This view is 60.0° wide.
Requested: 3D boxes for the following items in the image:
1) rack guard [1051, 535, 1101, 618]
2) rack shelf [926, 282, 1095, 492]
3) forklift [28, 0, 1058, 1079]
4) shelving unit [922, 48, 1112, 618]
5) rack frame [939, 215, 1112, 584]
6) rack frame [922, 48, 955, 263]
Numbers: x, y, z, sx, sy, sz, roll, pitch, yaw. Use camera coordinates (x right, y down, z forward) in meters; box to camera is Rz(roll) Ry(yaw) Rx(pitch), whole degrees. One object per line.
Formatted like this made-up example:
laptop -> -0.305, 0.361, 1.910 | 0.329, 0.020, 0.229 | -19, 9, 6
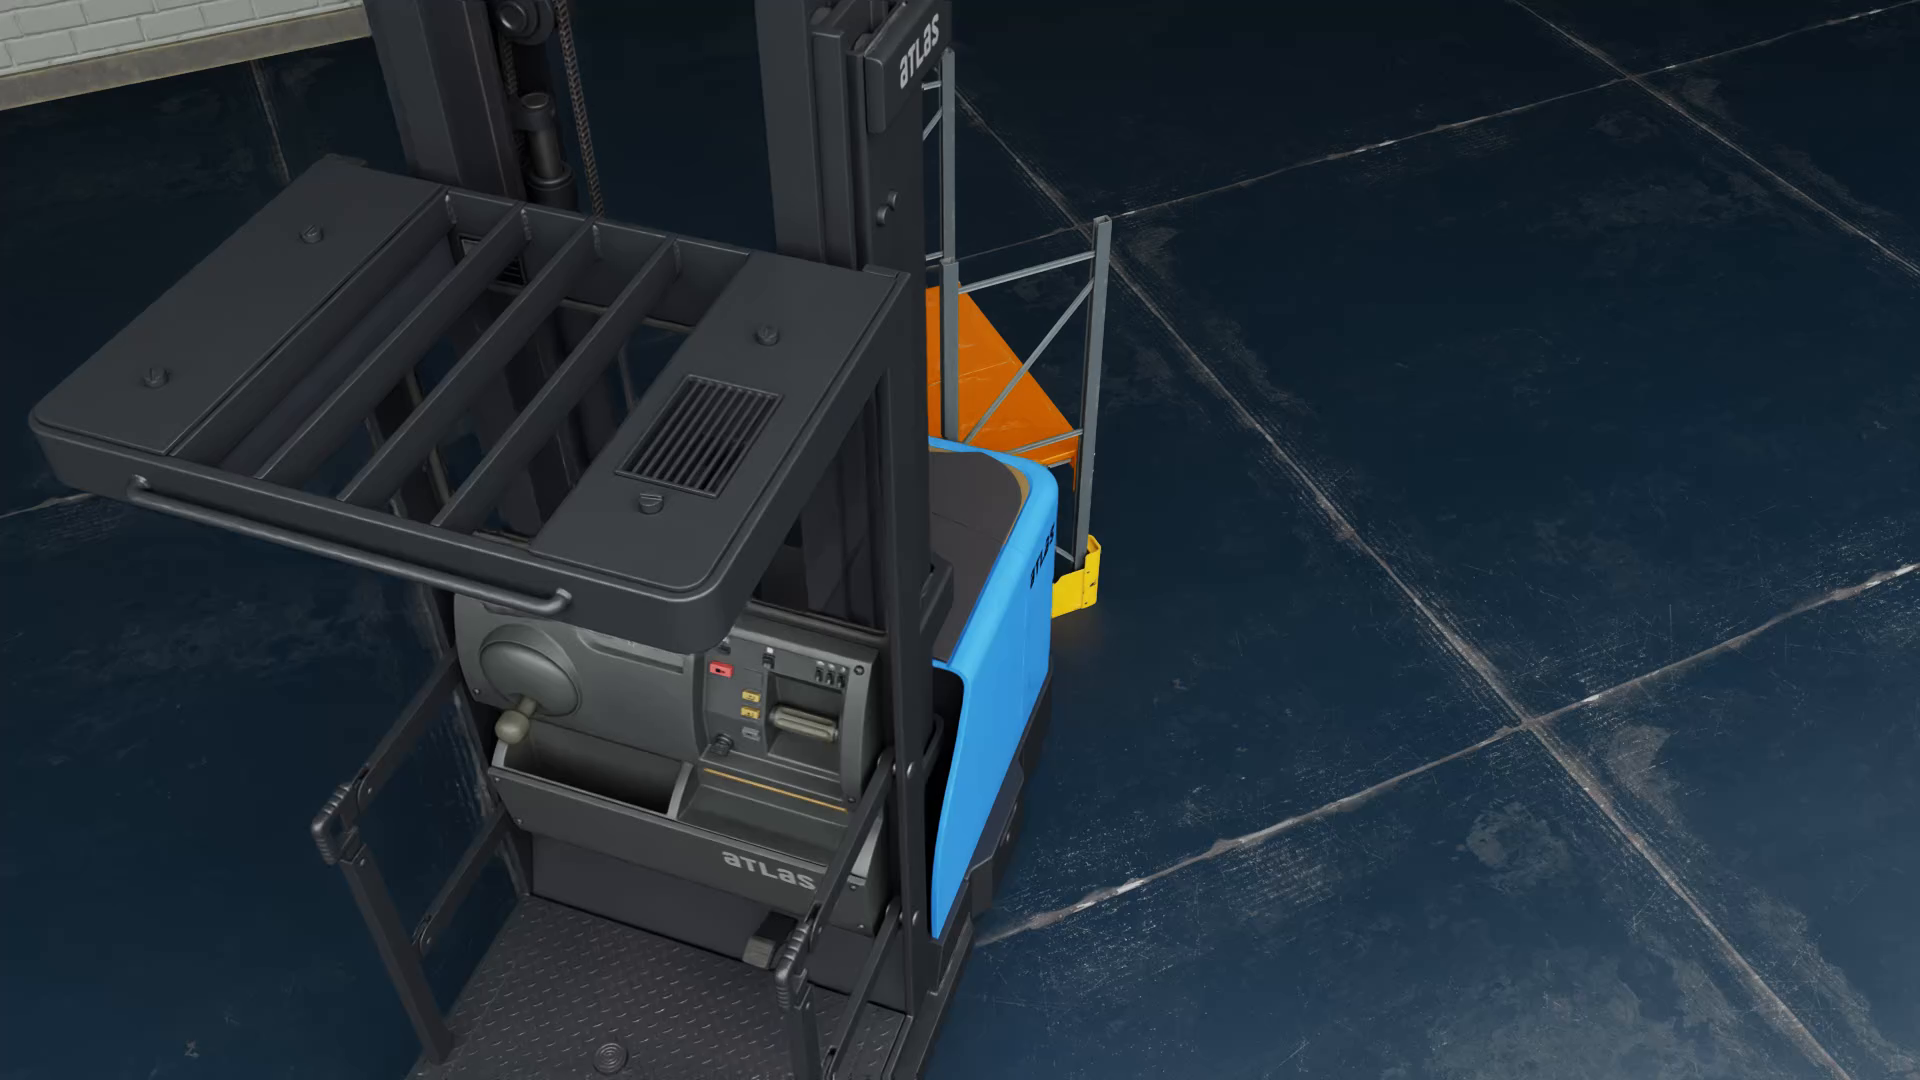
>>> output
rack guard -> 0.177, 0.180, 5.390 | 0.587, 0.250, 0.087 | -18, 47, -17
rack shelf -> -0.036, -0.460, 5.405 | 0.538, 0.185, 1.000 | -18, 47, -17
forklift -> -0.689, 0.385, 3.273 | 1.130, 2.935, 3.031 | 14, 46, 14
shelving unit -> -0.032, -0.582, 5.272 | 0.587, 1.500, 1.083 | -18, 47, -17
rack frame -> 0.178, -0.264, 4.950 | 0.500, 1.500, 0.032 | -18, 47, -17
rack frame -> -0.250, -0.912, 5.607 | 0.500, 1.500, 0.032 | -18, 47, -17
